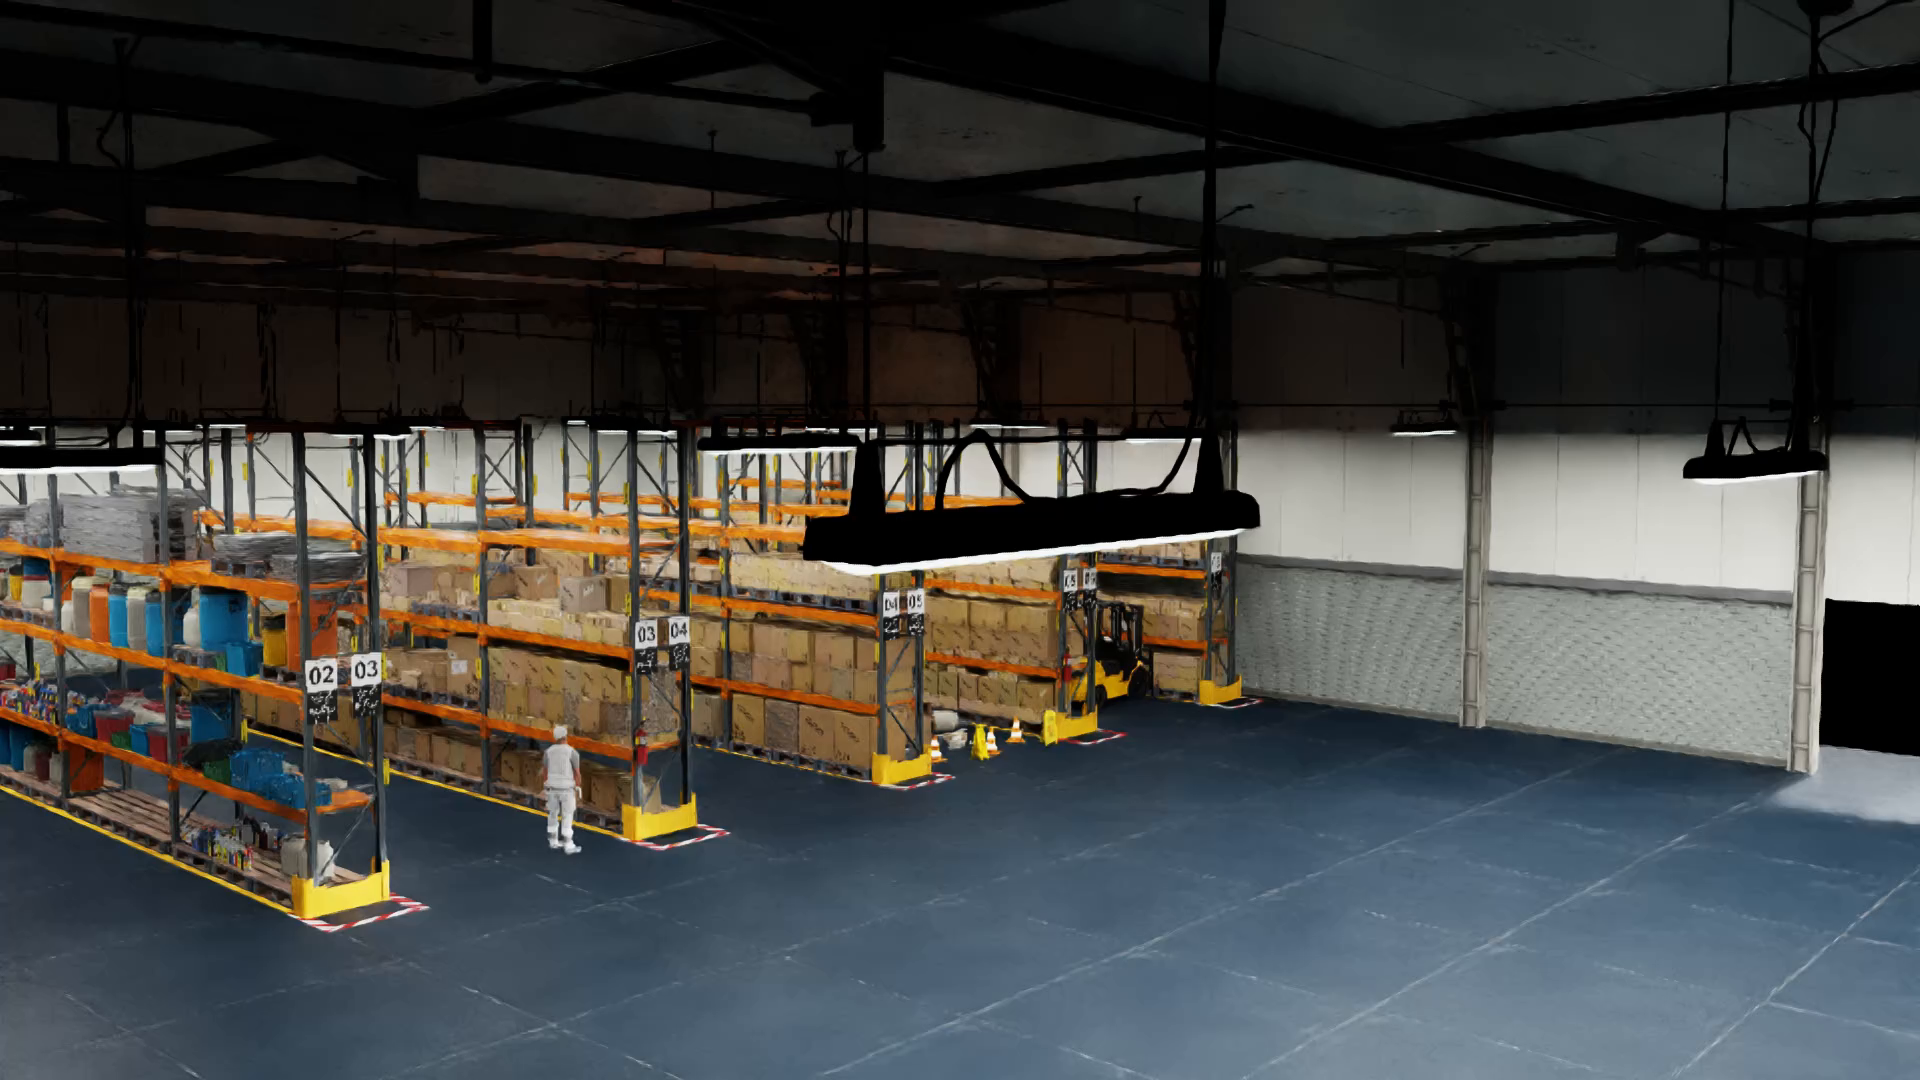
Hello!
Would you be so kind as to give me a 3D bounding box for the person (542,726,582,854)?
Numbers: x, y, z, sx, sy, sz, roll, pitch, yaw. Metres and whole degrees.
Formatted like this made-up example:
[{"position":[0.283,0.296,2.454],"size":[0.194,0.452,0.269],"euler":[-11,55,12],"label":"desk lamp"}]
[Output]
[{"position":[-5.618,3.499,23.506],"size":[0.605,1.789,0.446],"euler":[1,5,12],"label":"person"}]
